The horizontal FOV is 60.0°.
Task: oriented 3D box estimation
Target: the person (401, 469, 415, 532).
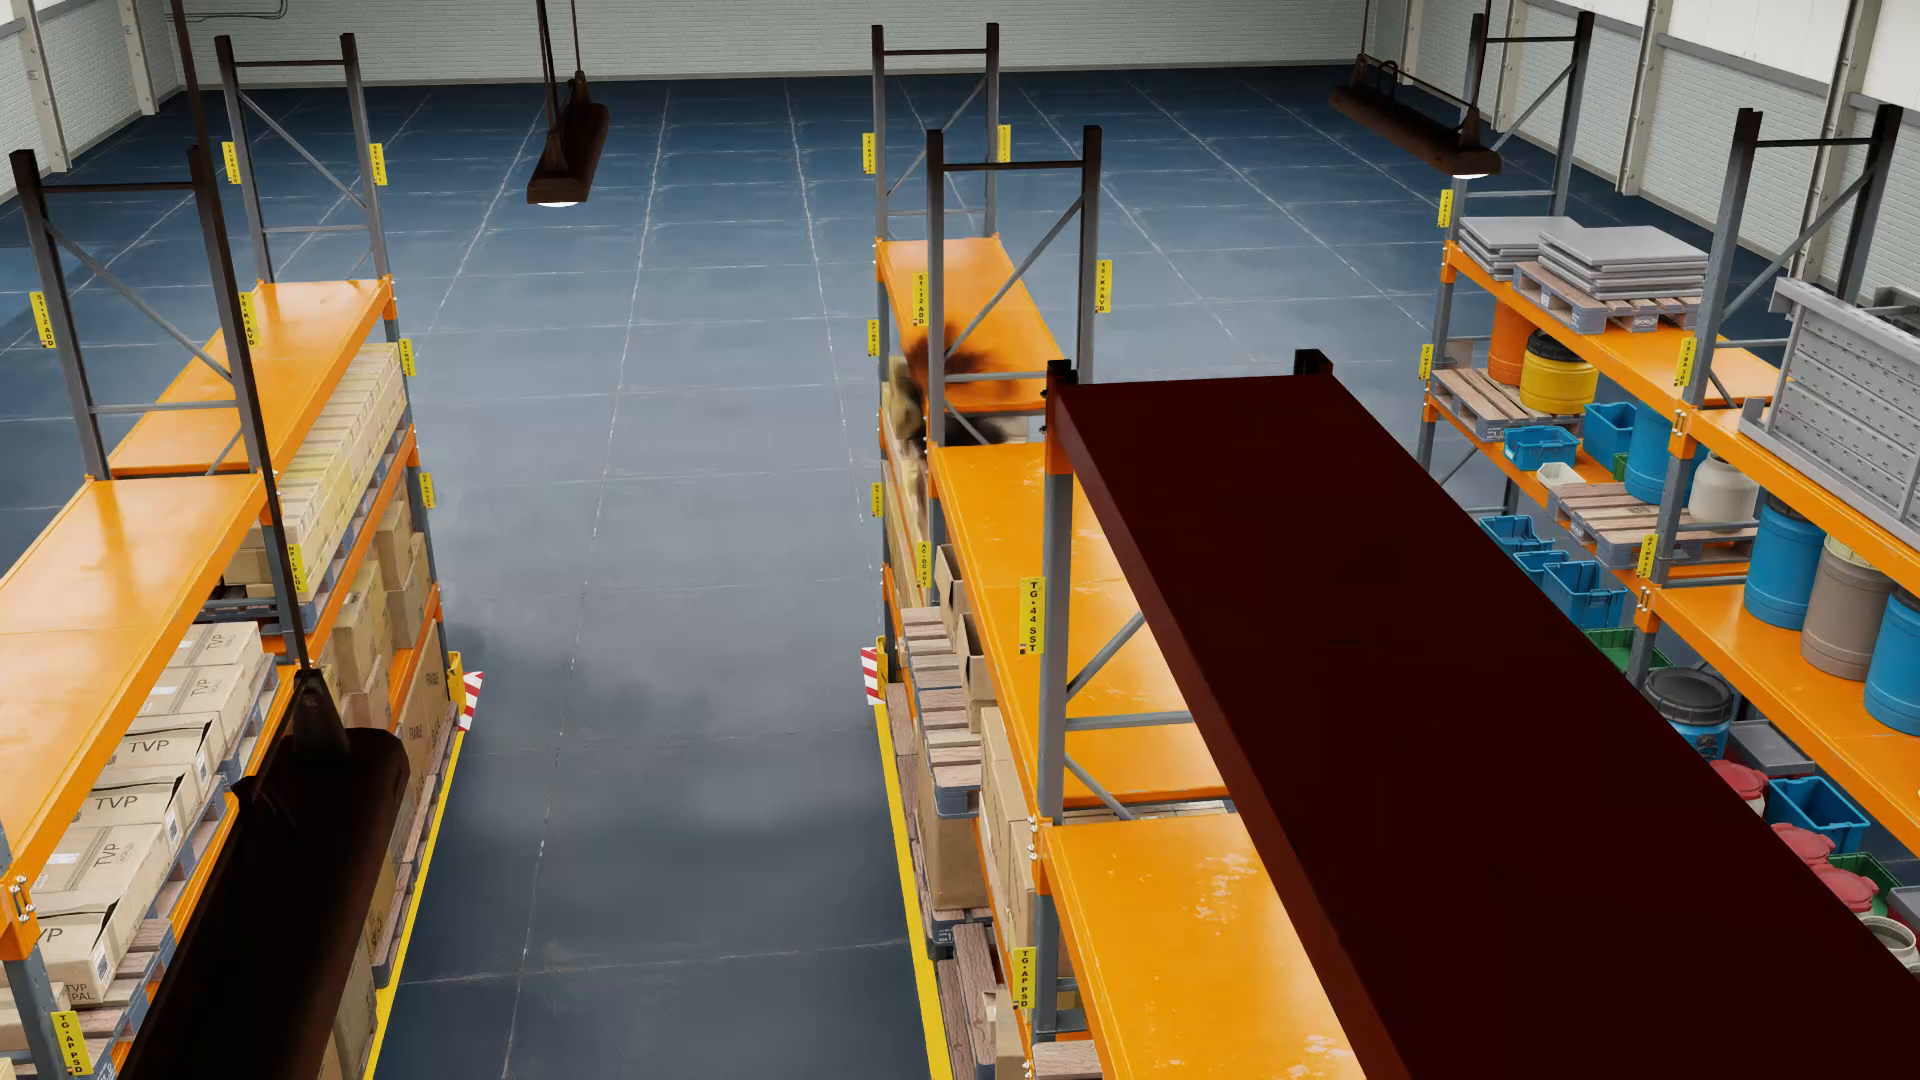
[{"bbox_3d":[-5.716,-0.110,16.732,0.609,1.732,0.724,17,30,32],"label":"person"}]
